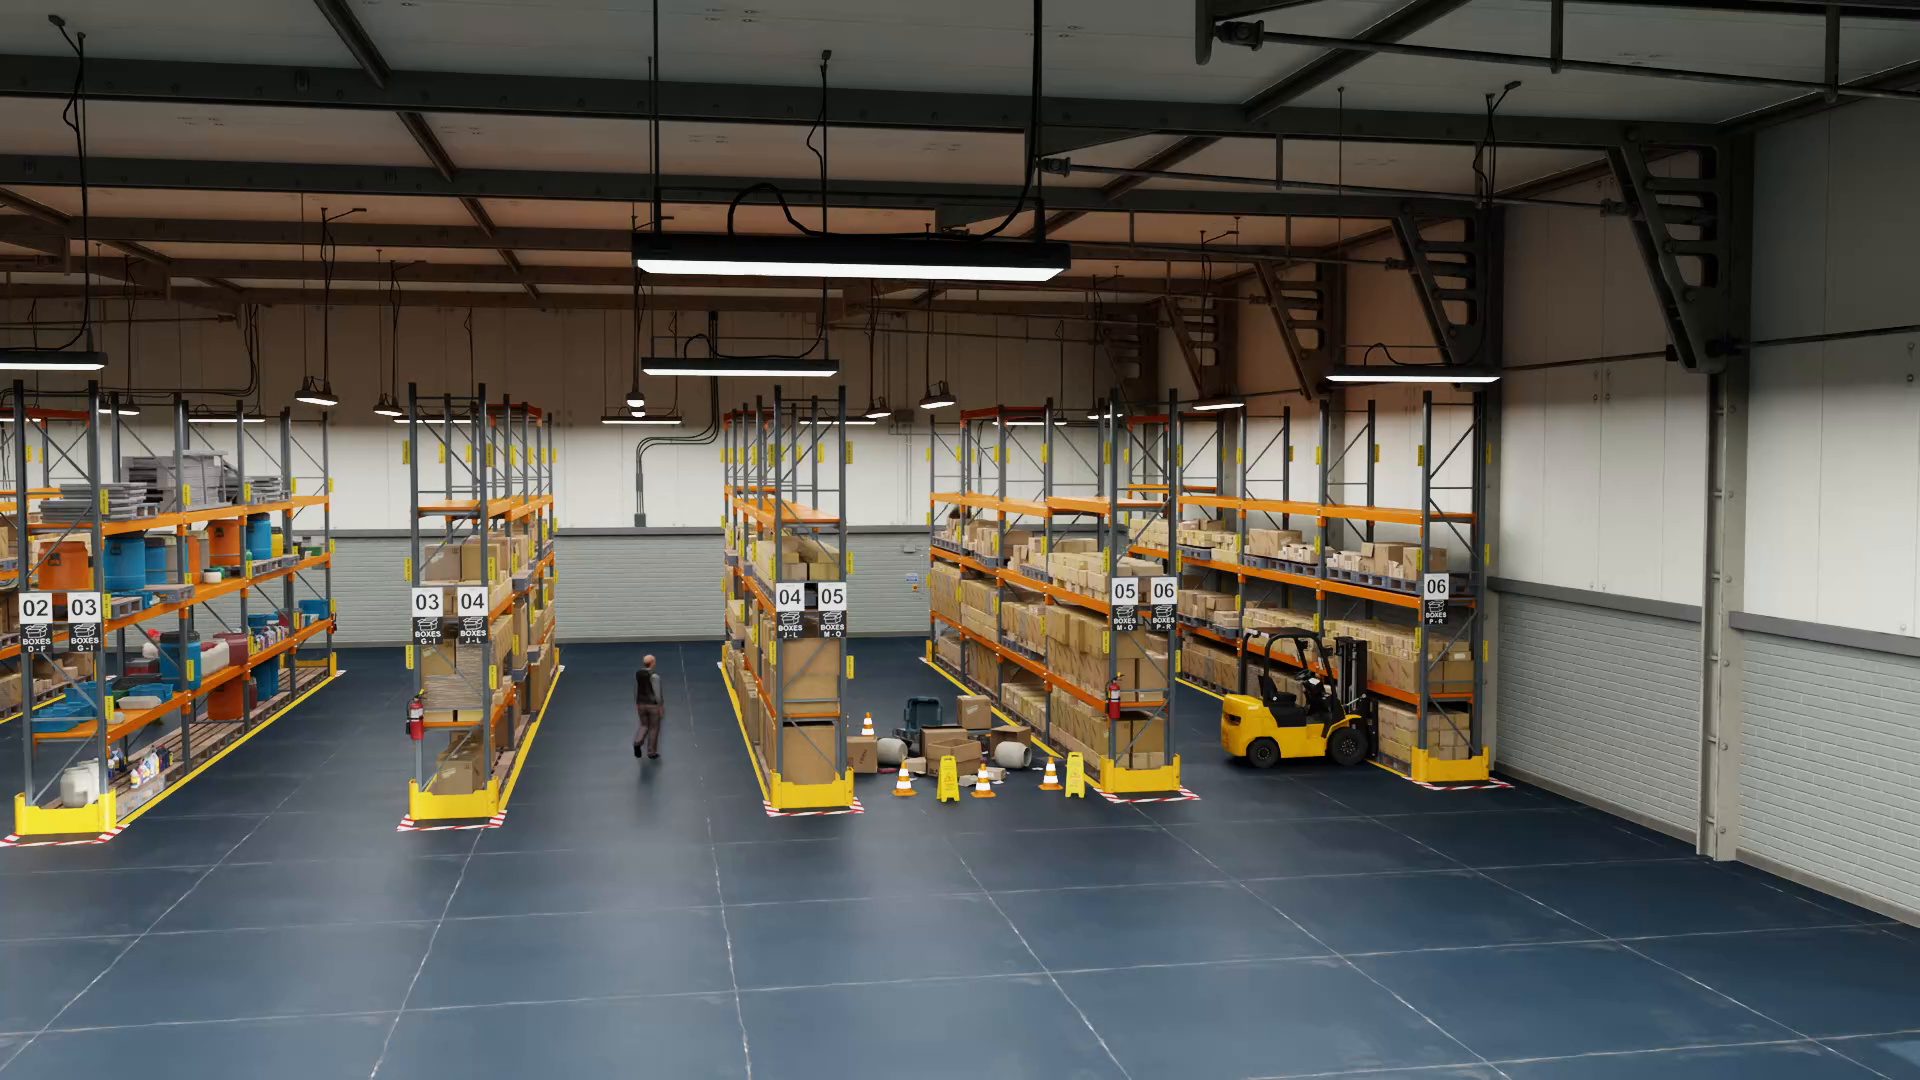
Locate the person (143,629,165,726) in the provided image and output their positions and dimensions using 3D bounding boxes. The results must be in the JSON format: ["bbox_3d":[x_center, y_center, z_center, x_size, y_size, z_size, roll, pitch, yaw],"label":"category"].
[{"bbox_3d":[-14.914,2.536,30.826,0.419,1.798,0.584,-2,3,-34],"label":"person"}]

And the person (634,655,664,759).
[{"bbox_3d":[-5.136,2.743,27.337,0.544,1.714,0.524,1,3,24],"label":"person"}]

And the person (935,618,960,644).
[{"bbox_3d":[-0.353,1.895,44.101,0.957,1.747,0.616,-1,3,-18],"label":"person"}]
